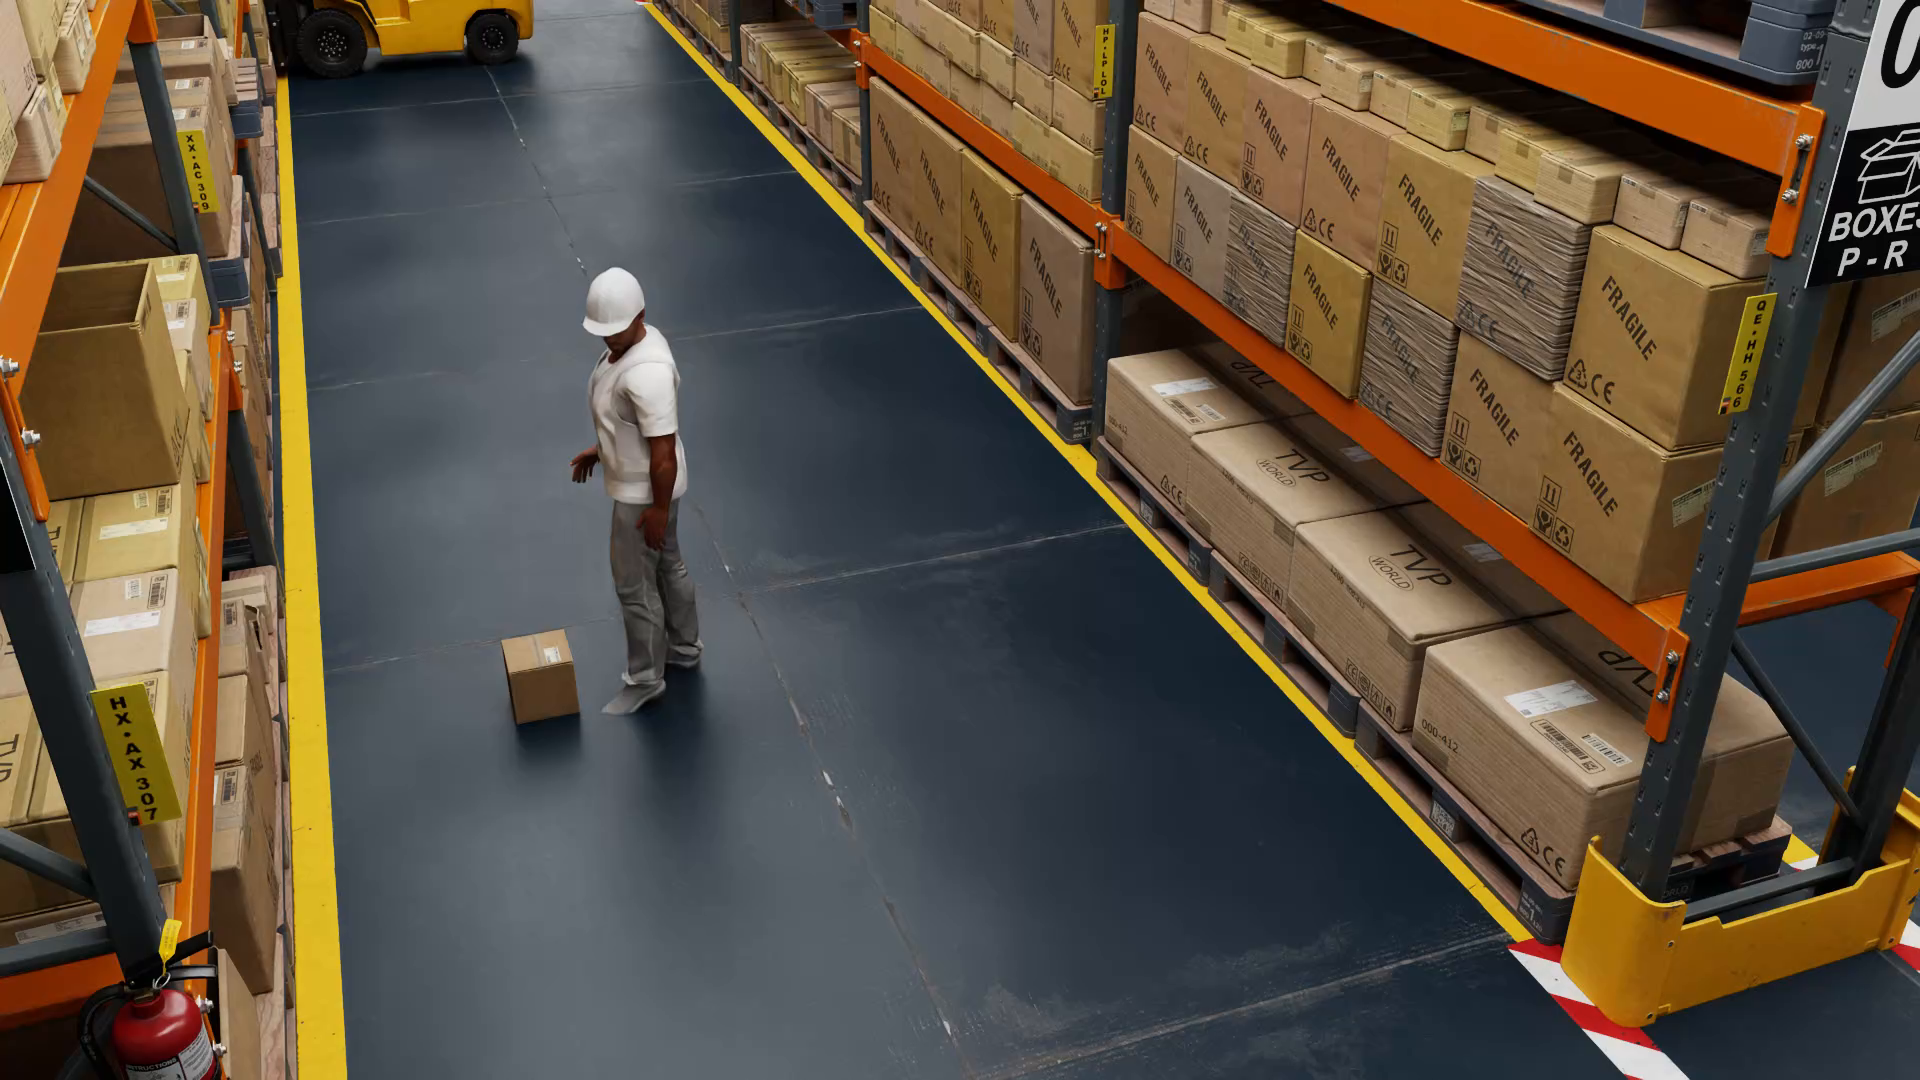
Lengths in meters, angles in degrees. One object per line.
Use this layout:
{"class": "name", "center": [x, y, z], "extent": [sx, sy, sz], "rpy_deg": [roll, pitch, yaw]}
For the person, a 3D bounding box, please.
{"class": "person", "center": [-1.285, -0.190, 6.460], "extent": [0.471, 1.840, 0.631], "rpy_deg": [-5, 30, -8]}
